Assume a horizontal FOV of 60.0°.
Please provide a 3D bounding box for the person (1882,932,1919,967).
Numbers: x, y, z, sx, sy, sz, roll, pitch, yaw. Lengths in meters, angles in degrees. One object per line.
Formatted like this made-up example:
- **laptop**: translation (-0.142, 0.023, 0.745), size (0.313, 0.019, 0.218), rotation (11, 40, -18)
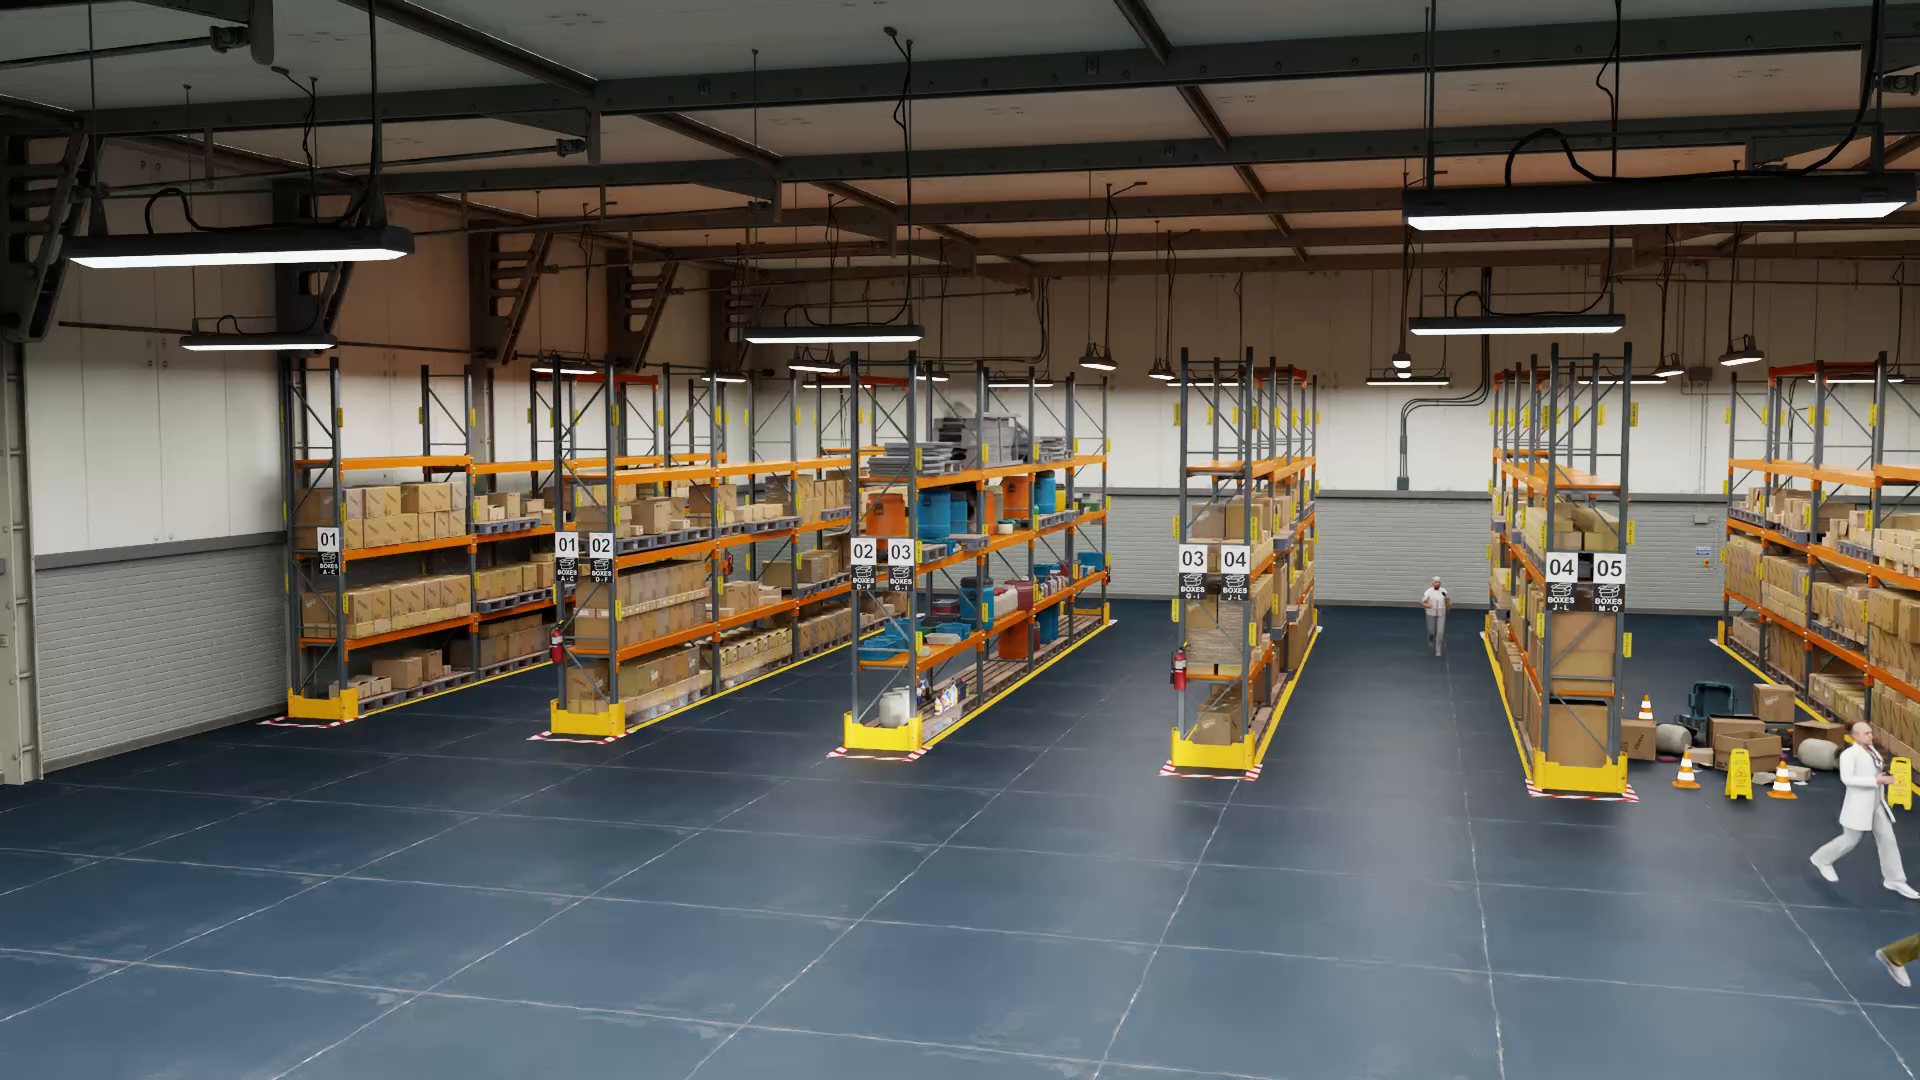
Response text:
- **person**: translation (8.457, 2.998, 14.258), size (0.912, 1.690, 0.703), rotation (4, 6, 43)

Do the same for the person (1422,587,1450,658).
- **person**: translation (10.045, 1.707, 35.106), size (0.579, 1.447, 0.896), rotation (1, 4, 11)

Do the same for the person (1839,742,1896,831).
- **person**: translation (9.562, 2.596, 17.603), size (0.724, 0.930, 0.593), rotation (-2, 5, -26)
